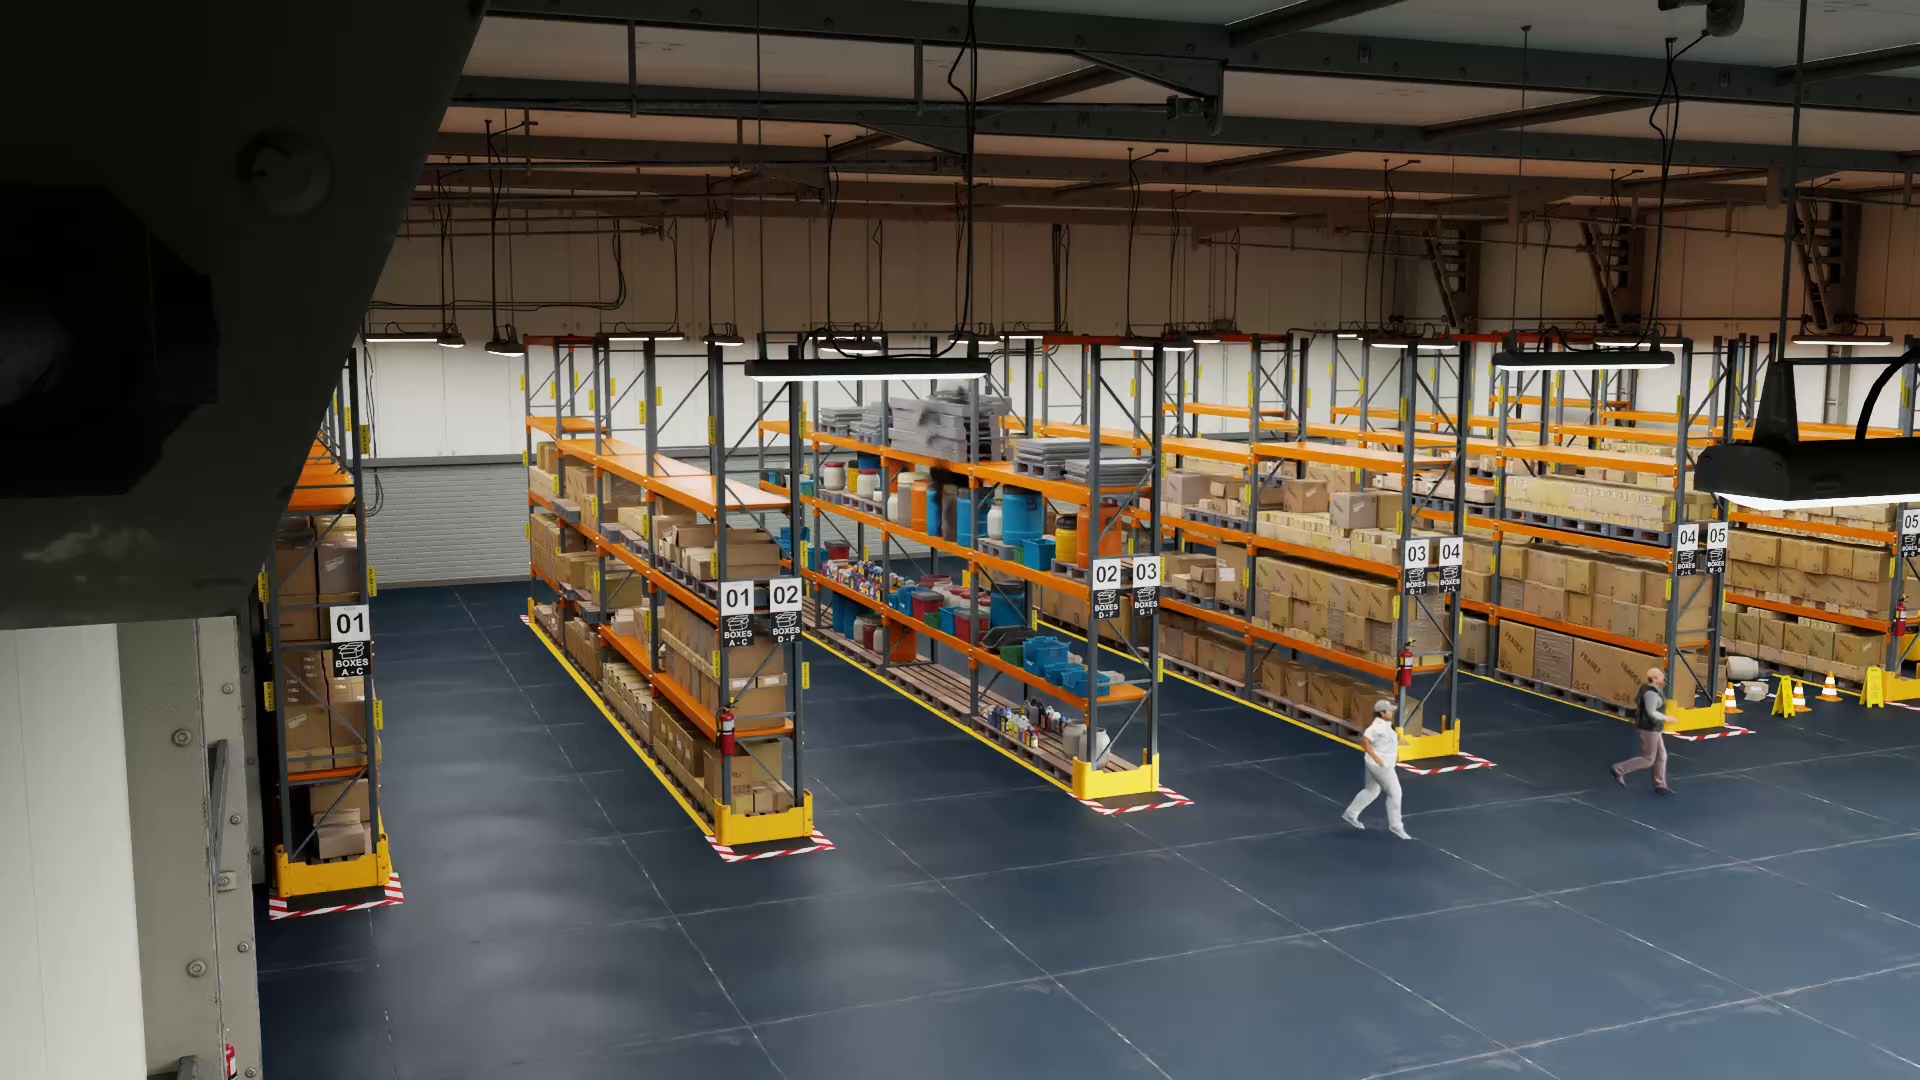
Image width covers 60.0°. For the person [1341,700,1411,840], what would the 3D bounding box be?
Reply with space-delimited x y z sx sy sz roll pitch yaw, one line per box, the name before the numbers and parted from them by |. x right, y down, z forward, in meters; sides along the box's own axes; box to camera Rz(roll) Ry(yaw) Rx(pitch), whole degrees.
person | 5.129 2.811 20.416 0.826 1.713 0.593 1 8 8

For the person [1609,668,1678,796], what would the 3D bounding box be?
person | 9.156 2.551 22.203 0.889 1.725 0.670 2 8 16
